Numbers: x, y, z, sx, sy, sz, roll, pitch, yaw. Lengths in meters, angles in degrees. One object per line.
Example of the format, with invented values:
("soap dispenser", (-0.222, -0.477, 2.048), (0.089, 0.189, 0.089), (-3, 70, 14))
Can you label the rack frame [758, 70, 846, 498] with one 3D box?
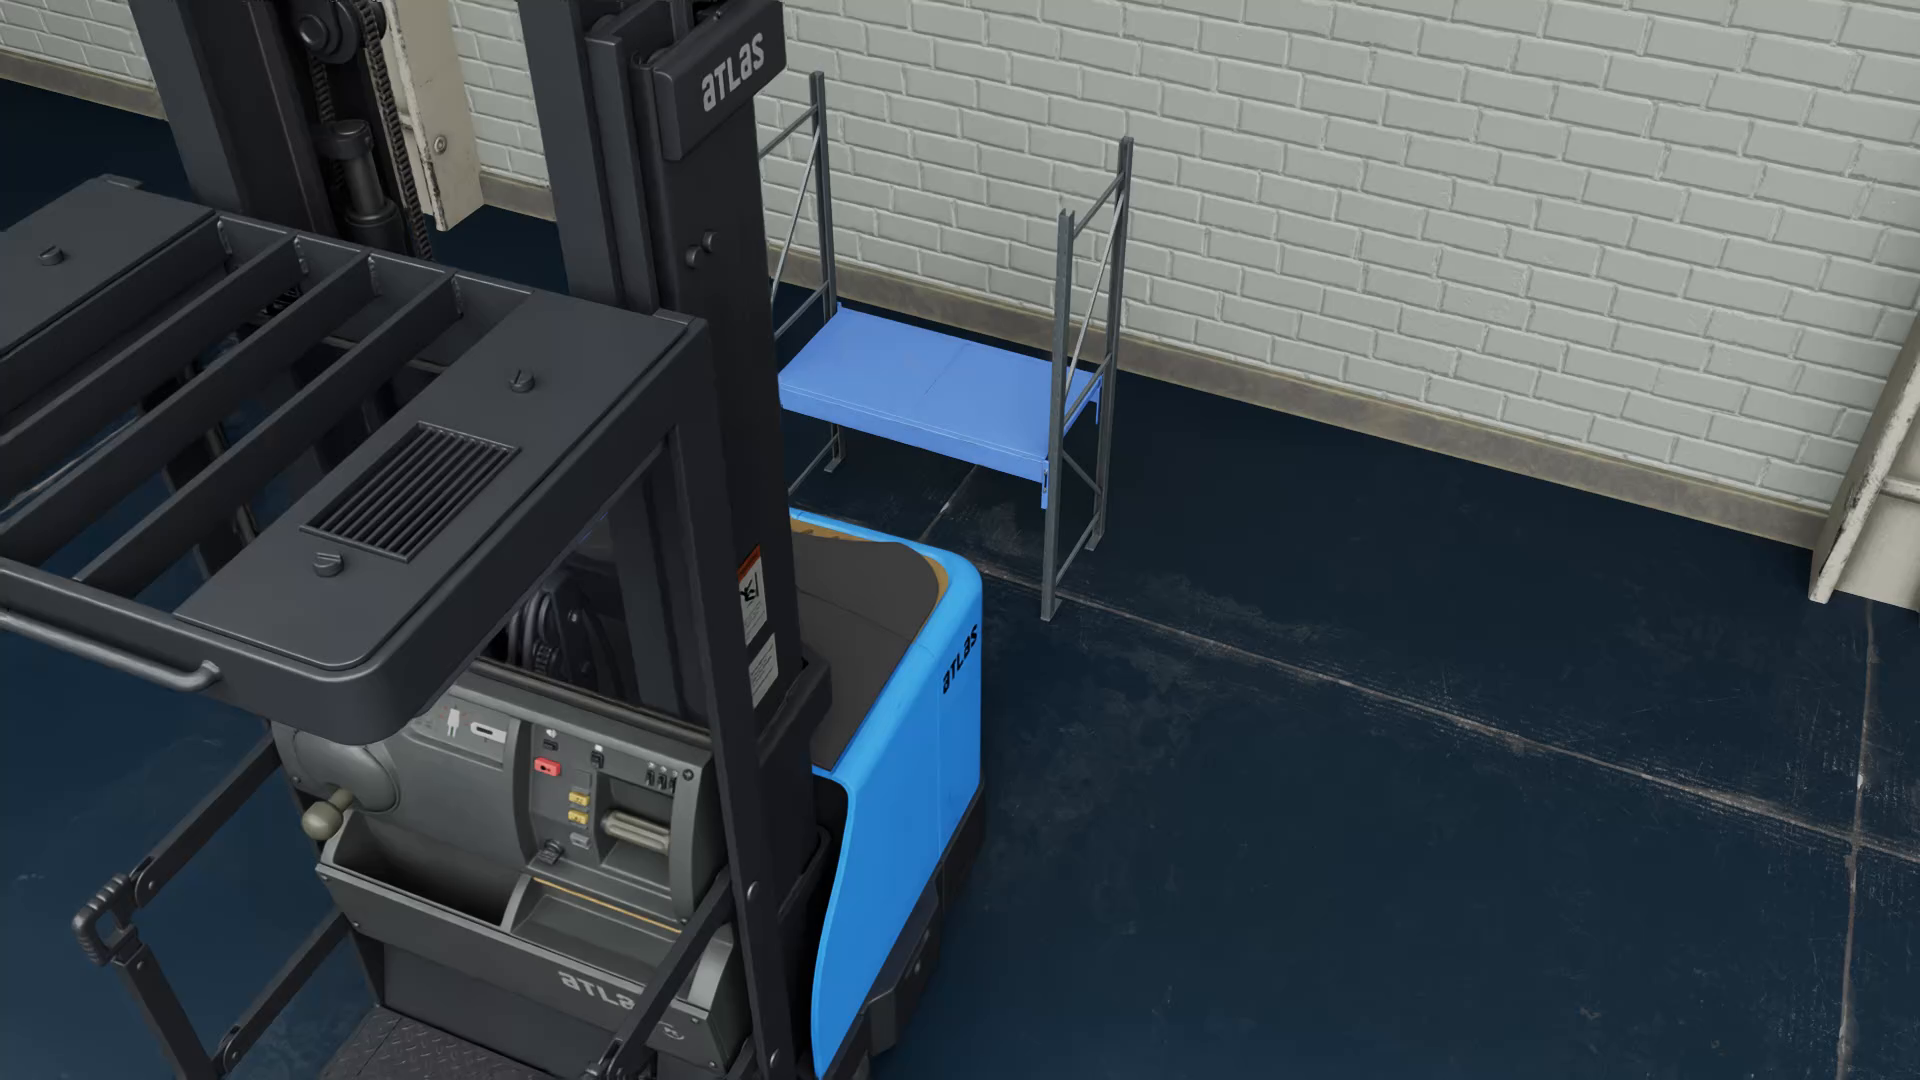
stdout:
("rack frame", (-0.538, -0.731, 5.448), (0.032, 1.500, 0.500), (17, 44, 19))

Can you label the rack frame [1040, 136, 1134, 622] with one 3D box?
("rack frame", (0.383, -0.450, 5.124), (0.032, 1.500, 0.500), (17, 44, 19))

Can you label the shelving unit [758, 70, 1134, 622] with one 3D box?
("shelving unit", (-0.077, -0.590, 5.286), (1.048, 1.500, 0.538), (17, 44, 19))

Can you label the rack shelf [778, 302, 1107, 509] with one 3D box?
("rack shelf", (-0.077, -0.454, 5.404), (1.000, 0.185, 0.538), (17, 44, 19))

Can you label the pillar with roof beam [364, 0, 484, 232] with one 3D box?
("pillar with roof beam", (-4.196, -2.347, 1.587), (0.400, 9.000, 9.100), (17, 44, 19))

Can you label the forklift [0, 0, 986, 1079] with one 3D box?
("forklift", (-0.966, 0.518, 2.914), (1.130, 2.935, 3.031), (15, 43, 17))
